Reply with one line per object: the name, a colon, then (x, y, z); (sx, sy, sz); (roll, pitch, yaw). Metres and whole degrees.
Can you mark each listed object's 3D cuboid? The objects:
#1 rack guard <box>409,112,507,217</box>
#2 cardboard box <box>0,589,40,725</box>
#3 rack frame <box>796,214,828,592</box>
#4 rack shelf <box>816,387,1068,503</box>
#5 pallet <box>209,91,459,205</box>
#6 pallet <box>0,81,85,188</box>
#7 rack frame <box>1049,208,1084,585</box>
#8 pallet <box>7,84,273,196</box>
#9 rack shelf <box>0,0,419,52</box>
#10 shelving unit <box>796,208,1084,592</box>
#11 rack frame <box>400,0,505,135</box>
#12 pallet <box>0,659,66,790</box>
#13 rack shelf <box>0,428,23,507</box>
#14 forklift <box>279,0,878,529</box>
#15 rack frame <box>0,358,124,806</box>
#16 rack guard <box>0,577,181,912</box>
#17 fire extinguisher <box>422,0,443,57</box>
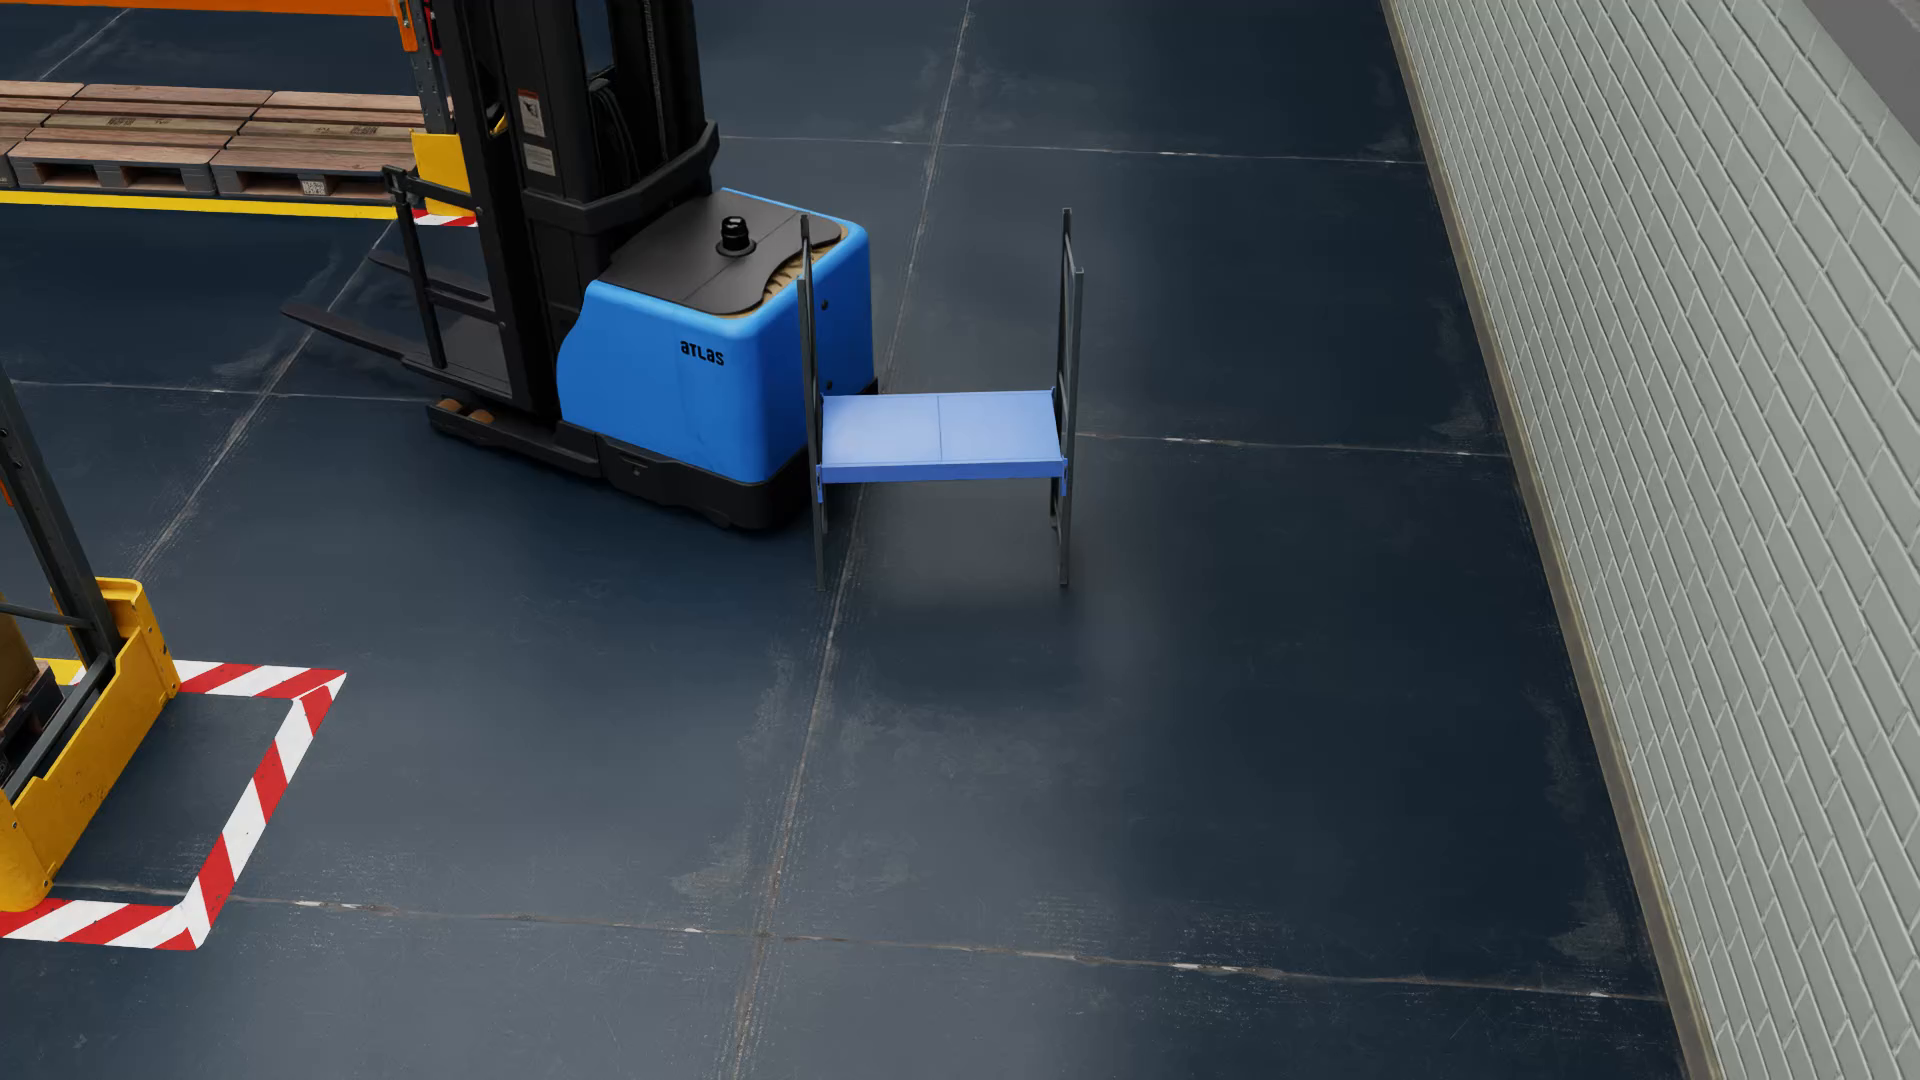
rack guard: (-2.854, -2.418, 9.824); (0.348, 0.500, 1.175); (3, 39, 4)
cardboard box: (-3.951, 0.411, 5.719); (0.875, 0.875, 0.875); (3, 39, 4)
rack frame: (-0.590, -0.521, 6.702); (0.032, 1.500, 0.500); (-2, 39, -2)
rack shelf: (-0.082, -0.396, 6.834); (1.000, 0.185, 0.538); (-2, 39, -2)
pallet: (-3.697, -2.368, 9.992); (1.213, 0.211, 1.003); (3, 39, 4)
pallet: (-6.128, -2.501, 10.155); (1.213, 0.211, 1.003); (3, 39, 4)
rack frame: (0.426, -0.551, 6.738); (0.032, 1.500, 0.500); (-2, 39, -2)
pallet: (-4.909, -2.436, 10.076); (1.213, 0.211, 1.003); (3, 39, 4)
rack shelf: (-4.871, -3.210, 9.388); (4.000, 0.370, 1.077); (3, 39, 4)
shelving unit: (-0.082, -0.536, 6.720); (1.048, 1.500, 0.538); (-2, 39, -2)
rack frame: (-2.879, -3.380, 9.027); (0.127, 3.000, 1.000); (3, 39, 4)
pallet: (-4.110, 0.822, 6.073); (1.213, 0.211, 1.003); (3, 39, 4)
rack shelf: (-5.299, -0.095, 5.561); (4.000, 0.370, 1.077); (3, 39, 4)
forklift: (-1.924, -1.851, 7.202); (3.031, 2.935, 1.130); (19, 43, 22)
rack frame: (-3.306, -0.265, 5.200); (0.127, 3.000, 1.000); (3, 39, 4)
rack guard: (-3.282, 0.705, 5.987); (0.348, 0.500, 1.175); (3, 39, 4)
fire extinguisher: (-2.768, -2.912, 8.808); (0.183, 0.674, 0.296); (3, 39, 4)
